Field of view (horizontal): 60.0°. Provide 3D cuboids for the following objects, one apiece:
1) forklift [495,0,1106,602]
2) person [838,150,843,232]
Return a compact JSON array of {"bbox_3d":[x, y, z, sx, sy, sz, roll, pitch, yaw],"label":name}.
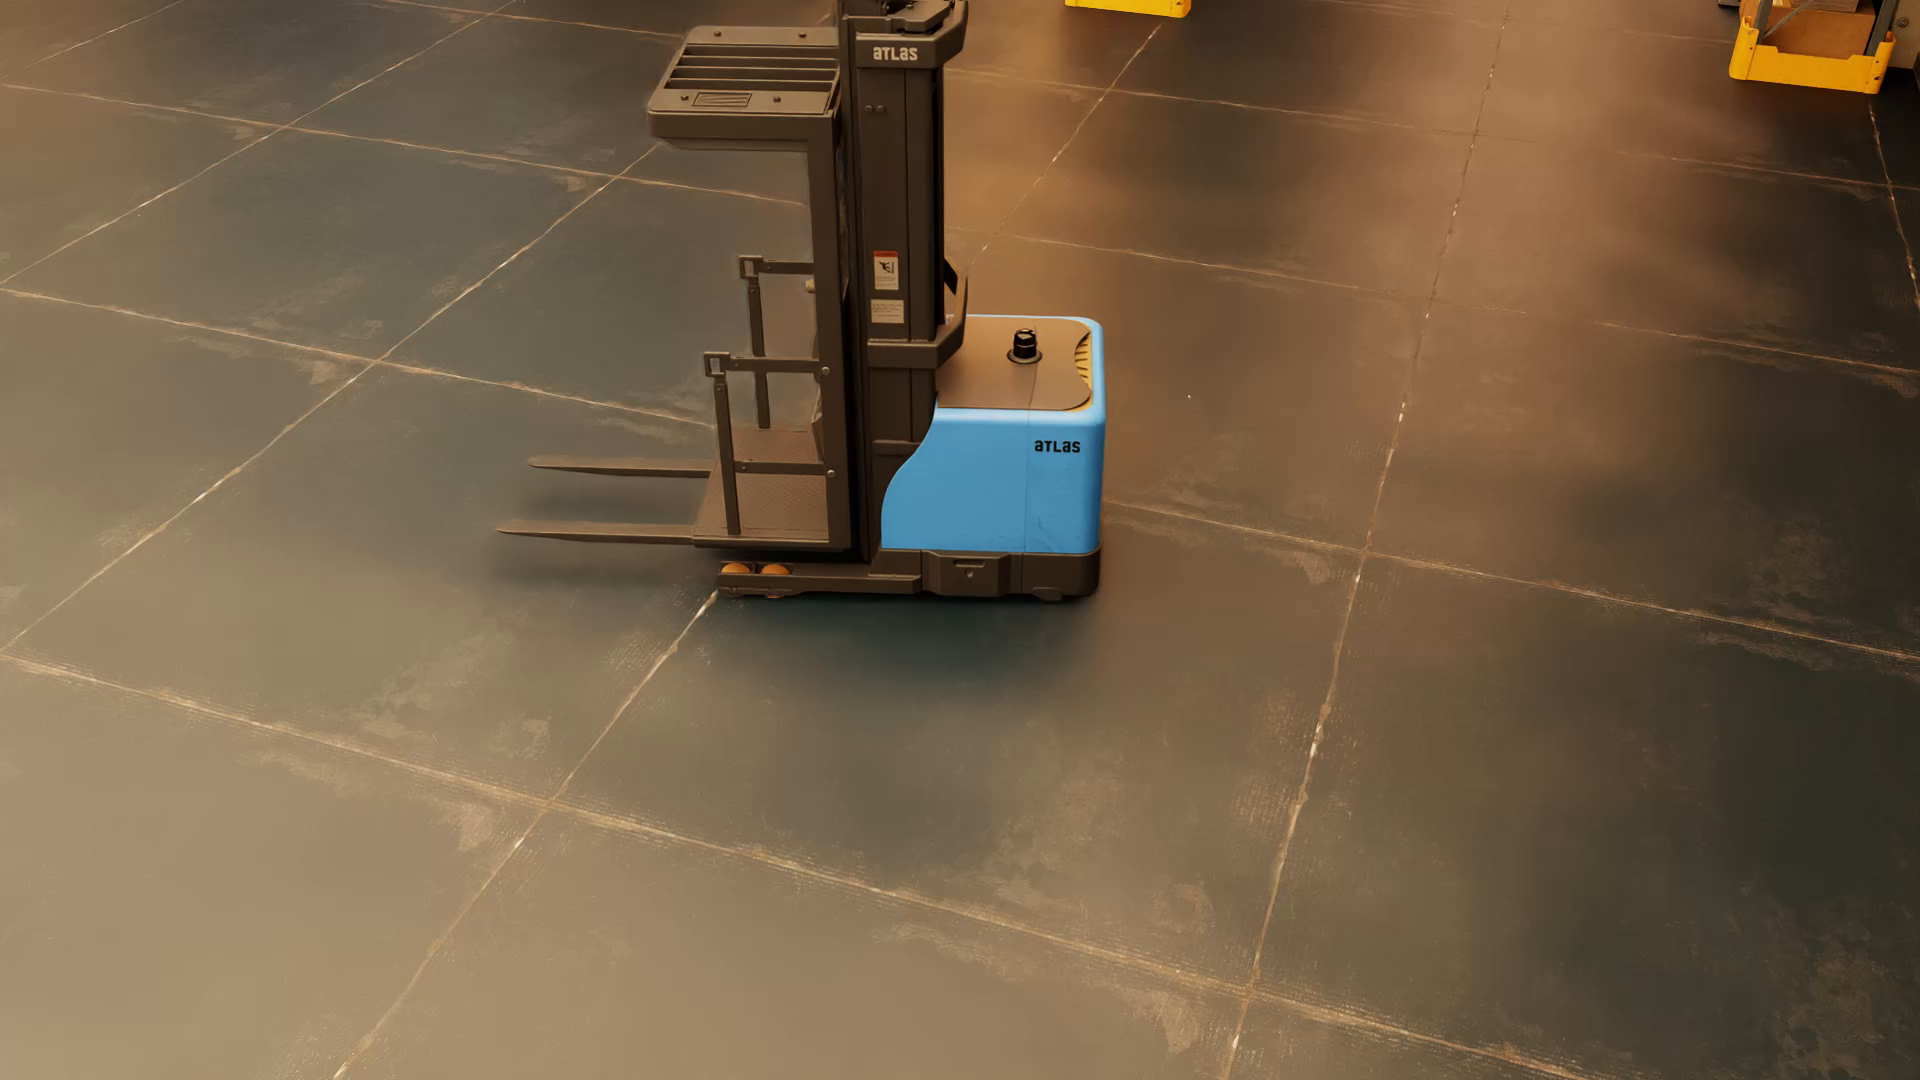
[{"bbox_3d":[-0.804,-1.211,7.819,3.031,2.935,1.130,2,35,2],"label":"forklift"},{"bbox_3d":[-0.533,-1.962,10.009,0.466,1.634,0.648,-10,36,-13],"label":"person"}]
